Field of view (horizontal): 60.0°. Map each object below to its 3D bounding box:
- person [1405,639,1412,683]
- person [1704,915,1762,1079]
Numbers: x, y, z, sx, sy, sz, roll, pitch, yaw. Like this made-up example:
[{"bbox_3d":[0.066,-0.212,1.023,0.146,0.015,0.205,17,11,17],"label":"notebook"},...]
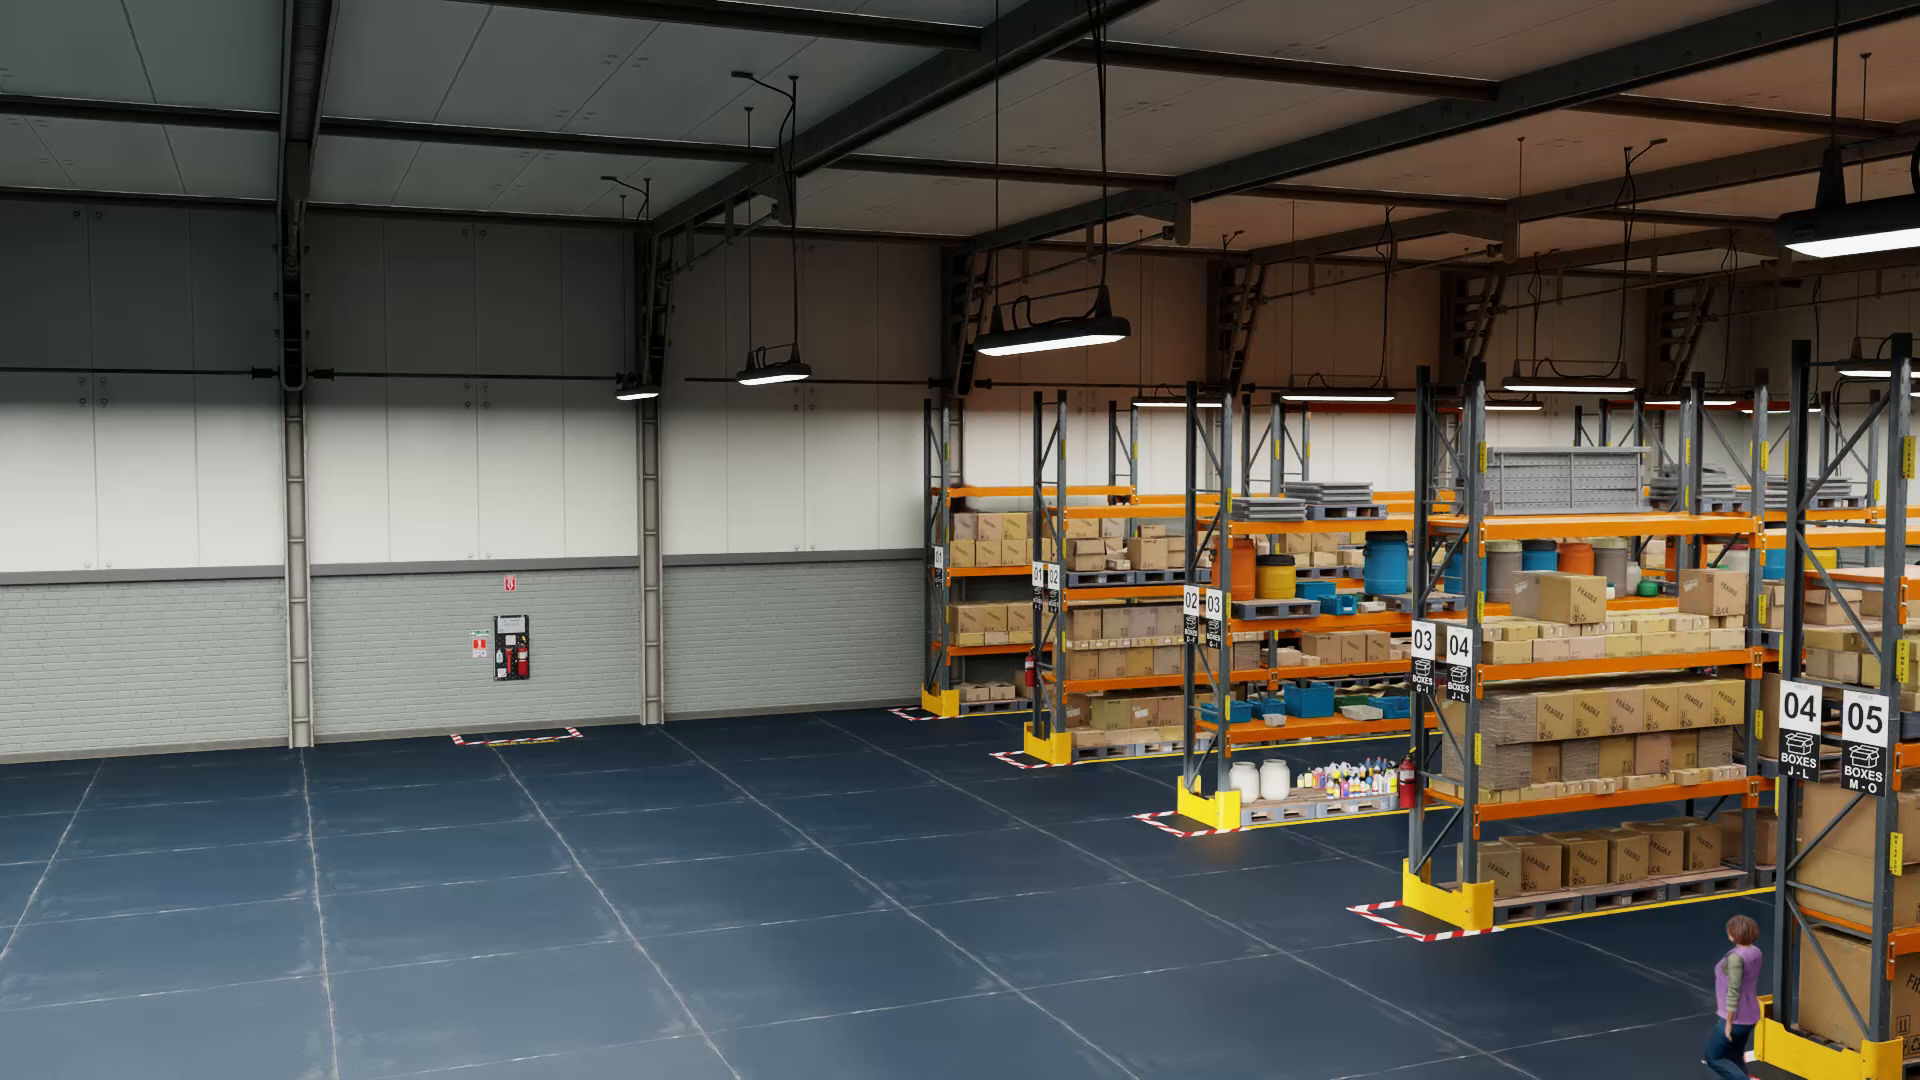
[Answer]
[{"bbox_3d":[9.127,2.416,32.893,0.665,1.600,0.505,-2,4,-25],"label":"person"},{"bbox_3d":[5.879,3.631,12.524,0.444,1.570,0.421,2,4,36],"label":"person"}]
